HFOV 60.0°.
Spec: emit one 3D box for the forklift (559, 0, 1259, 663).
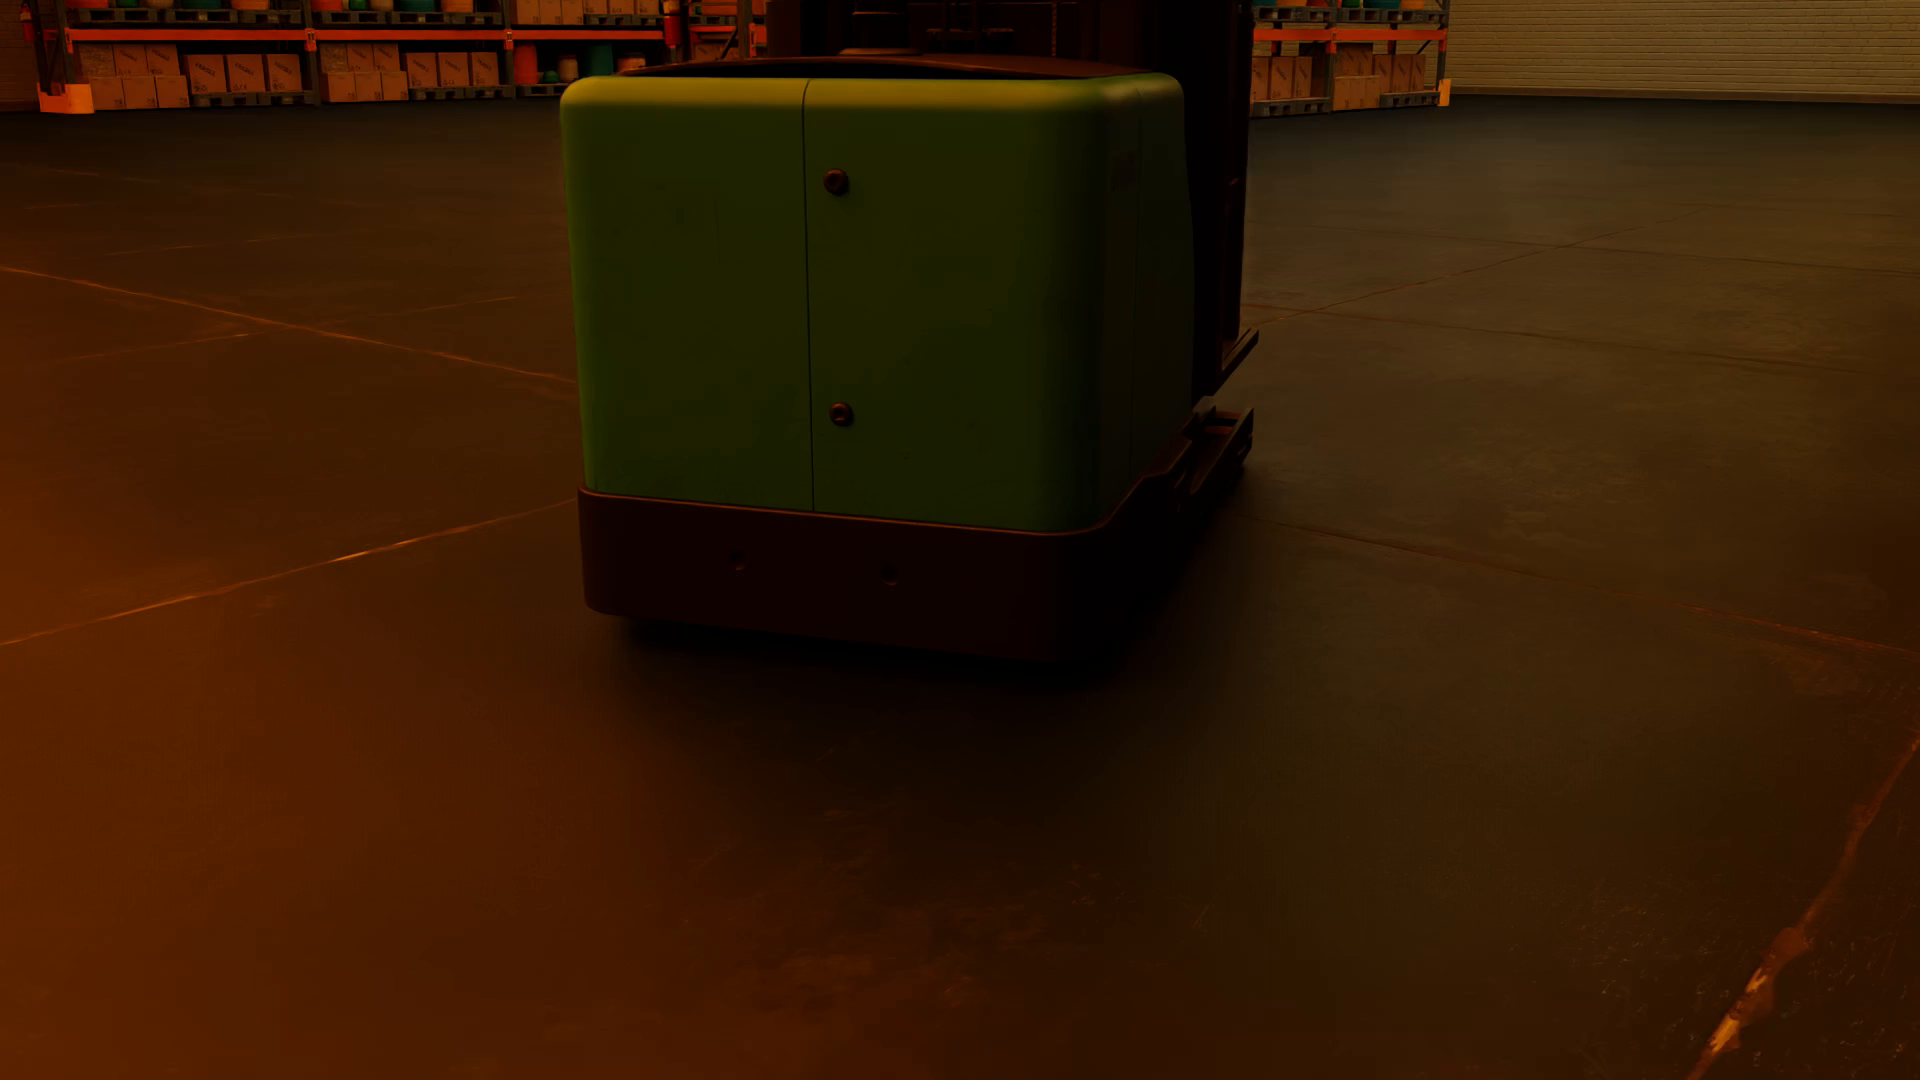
[{"bbox_3d":[0.182,-1.571,4.072,1.130,2.935,3.031,5,18,17],"label":"forklift"}]
